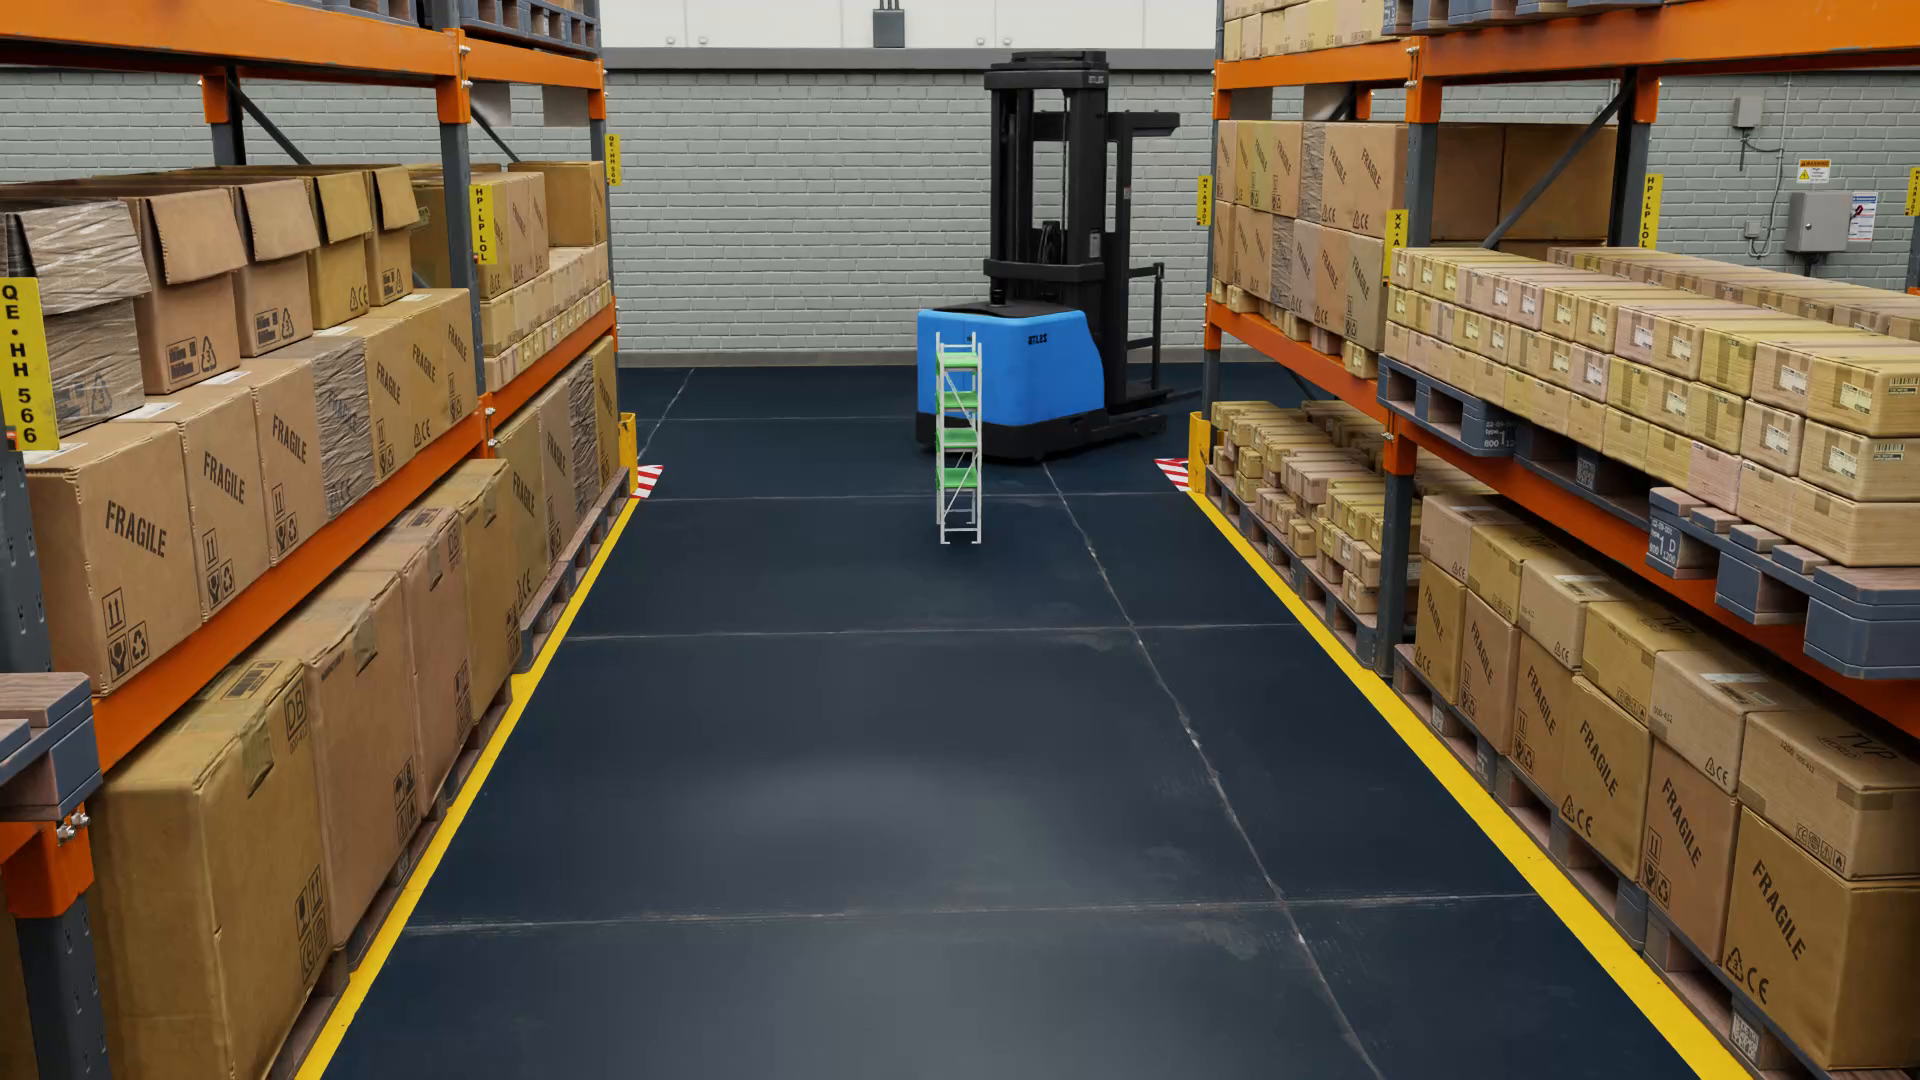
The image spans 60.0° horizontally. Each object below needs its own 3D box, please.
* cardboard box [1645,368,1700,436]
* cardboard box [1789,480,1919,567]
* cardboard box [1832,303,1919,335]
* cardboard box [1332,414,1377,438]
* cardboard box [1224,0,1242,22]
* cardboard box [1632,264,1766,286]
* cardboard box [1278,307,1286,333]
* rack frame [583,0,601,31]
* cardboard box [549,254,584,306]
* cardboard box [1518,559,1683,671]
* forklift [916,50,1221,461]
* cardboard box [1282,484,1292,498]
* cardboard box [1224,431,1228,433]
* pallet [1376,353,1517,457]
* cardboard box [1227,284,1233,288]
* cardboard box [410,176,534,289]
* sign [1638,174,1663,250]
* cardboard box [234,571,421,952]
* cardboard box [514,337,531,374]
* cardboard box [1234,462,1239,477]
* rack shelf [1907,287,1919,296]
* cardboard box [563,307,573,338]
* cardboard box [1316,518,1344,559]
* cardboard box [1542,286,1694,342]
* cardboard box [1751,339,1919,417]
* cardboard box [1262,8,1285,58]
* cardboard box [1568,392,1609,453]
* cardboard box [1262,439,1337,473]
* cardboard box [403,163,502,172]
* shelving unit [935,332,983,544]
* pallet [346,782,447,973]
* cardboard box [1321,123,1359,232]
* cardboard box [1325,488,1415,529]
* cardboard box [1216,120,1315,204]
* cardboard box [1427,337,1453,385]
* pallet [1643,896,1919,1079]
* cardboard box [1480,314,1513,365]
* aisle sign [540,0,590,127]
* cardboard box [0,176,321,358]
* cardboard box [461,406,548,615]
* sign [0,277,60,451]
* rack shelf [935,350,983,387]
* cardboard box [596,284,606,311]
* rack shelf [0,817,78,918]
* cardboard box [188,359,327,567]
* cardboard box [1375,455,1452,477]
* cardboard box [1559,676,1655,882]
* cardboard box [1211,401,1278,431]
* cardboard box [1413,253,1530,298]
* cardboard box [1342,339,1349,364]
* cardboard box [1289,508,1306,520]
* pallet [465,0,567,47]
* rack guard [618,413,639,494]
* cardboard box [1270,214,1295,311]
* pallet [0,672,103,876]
[{"bbox_3d":[2.120,-0.381,4.552,0.380,0.149,0.250,-1,14,-3],"label":"cardboard box"},{"bbox_3d":[2.168,-0.043,3.834,0.380,0.149,0.250,-1,14,-3],"label":"cardboard box"},{"bbox_3d":[2.758,-0.594,4.783,0.380,0.149,0.250,0,14,-1],"label":"cardboard box"},{"bbox_3d":[2.549,-0.692,10.382,0.380,0.149,0.250,-1,14,-5],"label":"cardboard box"},{"bbox_3d":[1.930,-3.342,10.272,0.500,0.250,0.500,-1,14,-3],"label":"cardboard box"},{"bbox_3d":[2.677,-0.917,6.038,0.380,0.149,0.250,-1,14,-4],"label":"cardboard box"},{"bbox_3d":[2.002,-1.241,9.332,0.380,0.149,0.250,0,14,-1],"label":"cardboard box"},{"bbox_3d":[-2.795,-4.689,10.191,1.000,3.000,0.127,-1,14,-3],"label":"rack frame"},{"bbox_3d":[-2.437,-1.486,9.486,0.500,0.250,0.500,-1,14,-5],"label":"cardboard box"},{"bbox_3d":[2.254,0.251,5.700,0.500,0.250,0.500,0,14,-1],"label":"cardboard box"},{"bbox_3d":[1.006,-2.297,13.073,1.130,2.935,3.031,12,19,39],"label":"forklift"},{"bbox_3d":[2.079,-0.342,9.618,0.380,0.149,0.250,0,14,-1],"label":"cardboard box"},{"bbox_3d":[1.938,-0.668,10.883,0.380,0.149,0.250,0,14,-1],"label":"cardboard box"},{"bbox_3d":[2.312,-0.555,6.549,1.003,0.211,1.213,-1,14,-3],"label":"pallet"},{"bbox_3d":[1.912,-1.565,10.594,0.380,0.149,0.250,0,14,-1],"label":"cardboard box"},{"bbox_3d":[-2.344,-1.469,7.915,0.500,0.500,0.500,-1,14,-3],"label":"cardboard box"},{"bbox_3d":[2.963,-1.410,7.165,0.100,0.325,0.005,-1,14,-3],"label":"sign"},{"bbox_3d":[-2.369,0.638,4.949,1.225,0.875,0.875,-1,14,-3],"label":"cardboard box"},{"bbox_3d":[-2.267,-0.877,7.918,0.380,0.149,0.250,0,14,-2],"label":"cardboard box"},{"bbox_3d":[1.973,-0.459,10.668,0.380,0.149,0.250,-1,14,-4],"label":"cardboard box"},{"bbox_3d":[7.220,-1.091,9.690,1.077,0.370,4.000,-1,14,-3],"label":"rack shelf"},{"bbox_3d":[-2.350,-1.198,9.168,0.380,0.149,0.250,-1,14,-2],"label":"cardboard box"},{"bbox_3d":[2.010,-0.014,8.342,0.380,0.149,0.250,-1,14,-5],"label":"cardboard box"},{"bbox_3d":[2.076,-0.716,5.259,0.380,0.149,0.250,0,14,-2],"label":"cardboard box"},{"bbox_3d":[2.156,-0.393,4.000,0.380,0.149,0.250,-1,14,-4],"label":"cardboard box"},{"bbox_3d":[2.008,-2.841,9.328,0.500,0.250,0.500,-1,14,-5],"label":"cardboard box"},{"bbox_3d":[2.094,-0.362,5.074,0.380,0.149,0.250,0,14,-2],"label":"cardboard box"},{"bbox_3d":[1.956,-0.483,9.570,0.380,0.149,0.250,-1,14,-3],"label":"cardboard box"},{"bbox_3d":[-3.004,-1.970,9.863,0.500,0.500,0.500,-1,14,-5],"label":"cardboard box"},{"bbox_3d":[-0.010,-0.622,10.037,0.258,1.200,0.503,-1,14,-3],"label":"shelving unit"},{"bbox_3d":[-2.345,1.057,5.496,1.003,0.211,1.213,-1,14,-3],"label":"pallet"},{"bbox_3d":[2.073,-1.758,8.036,0.500,0.500,0.500,-1,14,-5],"label":"cardboard box"},{"bbox_3d":[2.050,-0.160,8.314,0.380,0.149,0.250,-1,14,-4],"label":"cardboard box"},{"bbox_3d":[1.925,-2.396,10.515,0.500,0.500,0.500,-1,14,-4],"label":"cardboard box"},{"bbox_3d":[2.010,-0.686,6.333,0.380,0.149,0.250,-1,14,-3],"label":"cardboard box"},{"bbox_3d":[2.611,1.311,4.509,1.003,0.211,1.213,-1,14,-3],"label":"pallet"},{"bbox_3d":[2.045,-0.701,5.794,0.380,0.149,0.250,0,14,-1],"label":"cardboard box"},{"bbox_3d":[-2.500,-3.065,10.702,0.394,0.787,0.004,-1,14,-3],"label":"aisle sign"},{"bbox_3d":[-2.414,-0.839,5.054,0.797,0.503,0.637,0,14,-2],"label":"cardboard box"},{"bbox_3d":[-2.508,-0.129,7.928,0.875,0.875,0.875,-1,14,-3],"label":"cardboard box"},{"bbox_3d":[-1.758,-0.327,3.113,0.100,0.325,0.005,-1,14,-3],"label":"sign"},{"bbox_3d":[-0.010,-1.025,9.933,0.258,0.148,0.480,-1,14,-3],"label":"rack shelf"},{"bbox_3d":[-2.426,-1.514,10.394,0.380,0.149,0.250,-1,14,-3],"label":"cardboard box"},{"bbox_3d":[-2.175,1.052,1.362,1.077,0.370,4.000,-1,14,-3],"label":"rack shelf"},{"bbox_3d":[-2.127,-0.223,4.673,0.500,0.500,0.500,-1,14,-4],"label":"cardboard box"},{"bbox_3d":[2.500,-0.367,9.118,0.380,0.149,0.250,-1,15,-6],"label":"cardboard box"},{"bbox_3d":[2.278,0.742,5.298,0.500,0.500,0.500,-2,15,-6],"label":"cardboard box"},{"bbox_3d":[1.855,-0.810,10.841,0.380,0.149,0.250,-2,15,-6],"label":"cardboard box"},{"bbox_3d":[1.998,-1.036,6.500,0.380,0.149,0.250,0,14,-2],"label":"cardboard box"},{"bbox_3d":[2.077,-0.916,8.070,0.380,0.149,0.250,0,14,-1],"label":"cardboard box"},{"bbox_3d":[2.032,-0.079,9.190,0.380,0.149,0.250,-1,14,-2],"label":"cardboard box"},{"bbox_3d":[-2.660,-2.705,8.678,1.003,0.211,1.213,-1,14,-3],"label":"pallet"},{"bbox_3d":[-2.796,-0.579,11.273,1.175,0.500,0.348,-1,14,-3],"label":"rack guard"},{"bbox_3d":[2.028,-1.530,9.156,0.500,0.500,0.500,-1,14,-5],"label":"cardboard box"},{"bbox_3d":[-2.149,0.474,2.547,1.213,0.211,1.003,-1,14,-3],"label":"pallet"}]
